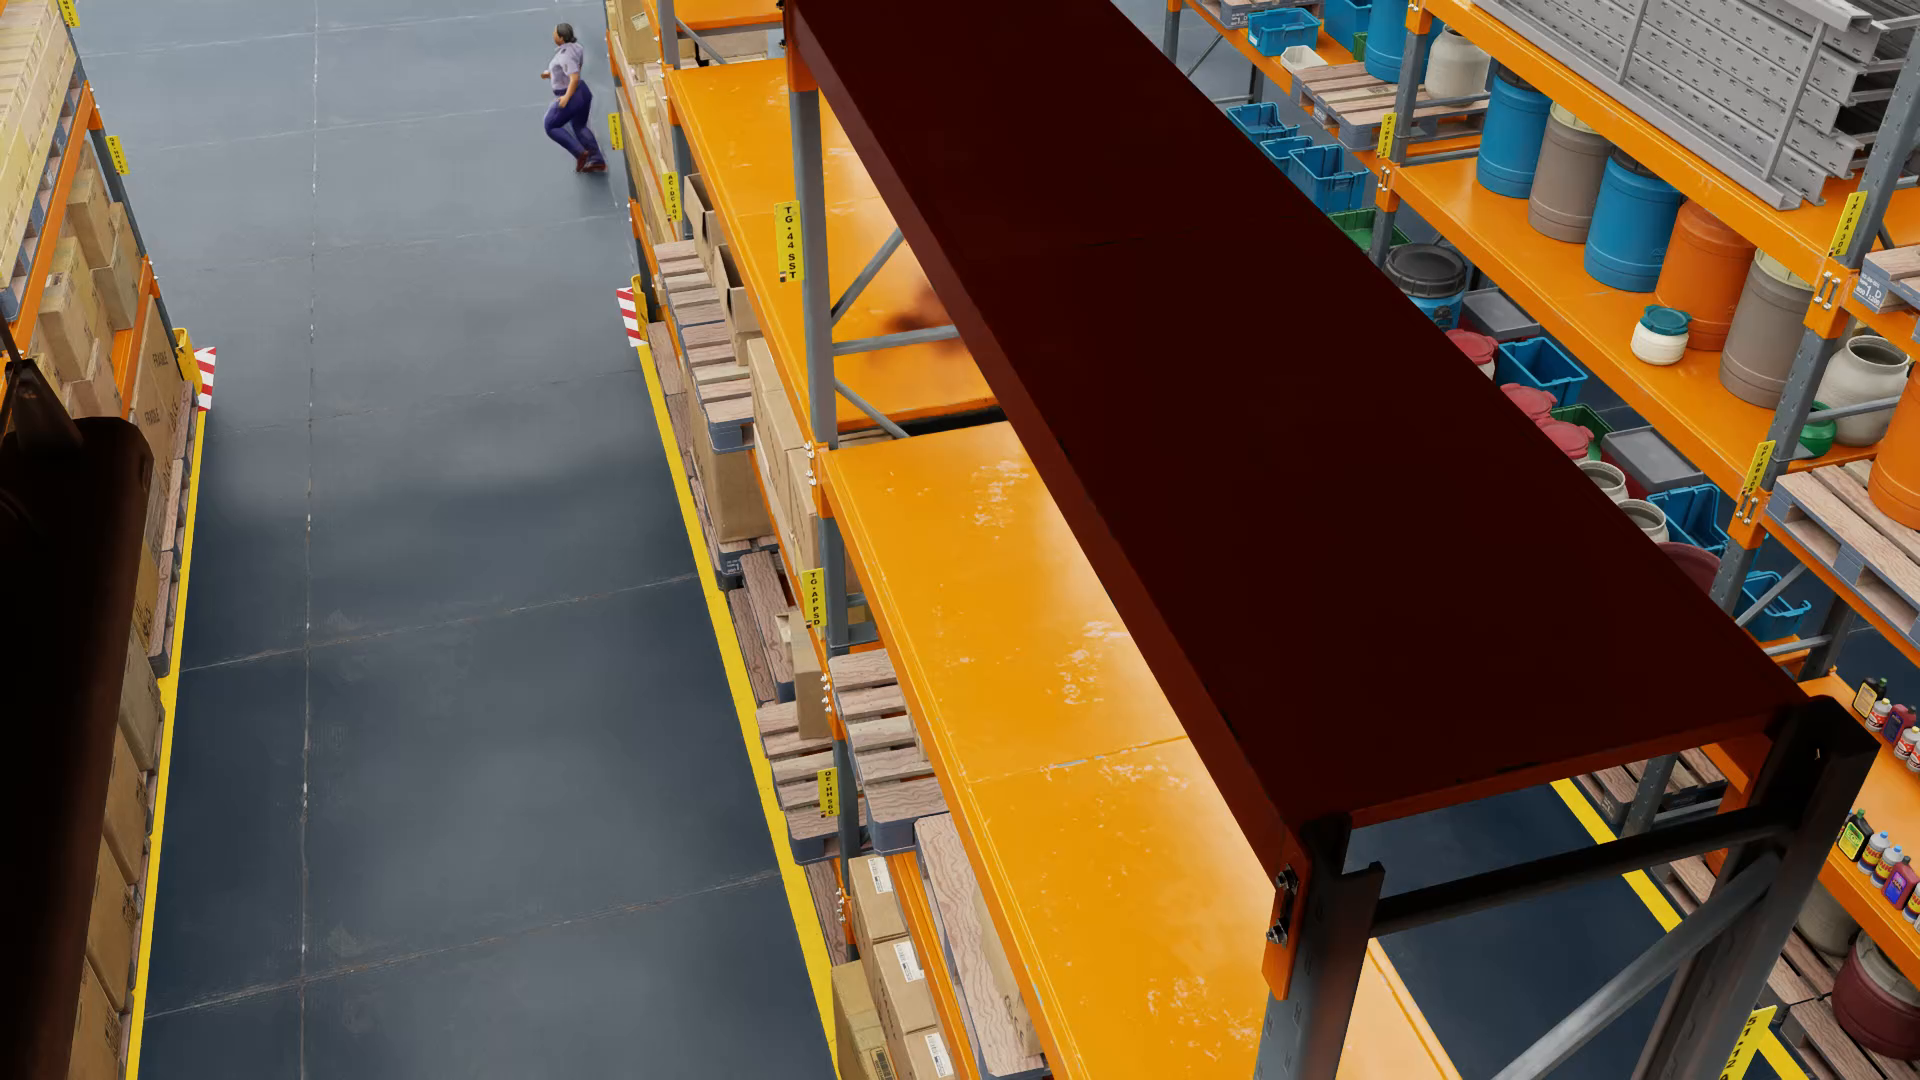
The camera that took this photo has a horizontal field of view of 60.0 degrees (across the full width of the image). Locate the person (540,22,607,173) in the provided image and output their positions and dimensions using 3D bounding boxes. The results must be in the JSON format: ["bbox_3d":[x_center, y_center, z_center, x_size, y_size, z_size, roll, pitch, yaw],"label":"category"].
[{"bbox_3d":[-4.076,-4.597,17.318,0.601,1.609,0.581,10,39,12],"label":"person"}]
